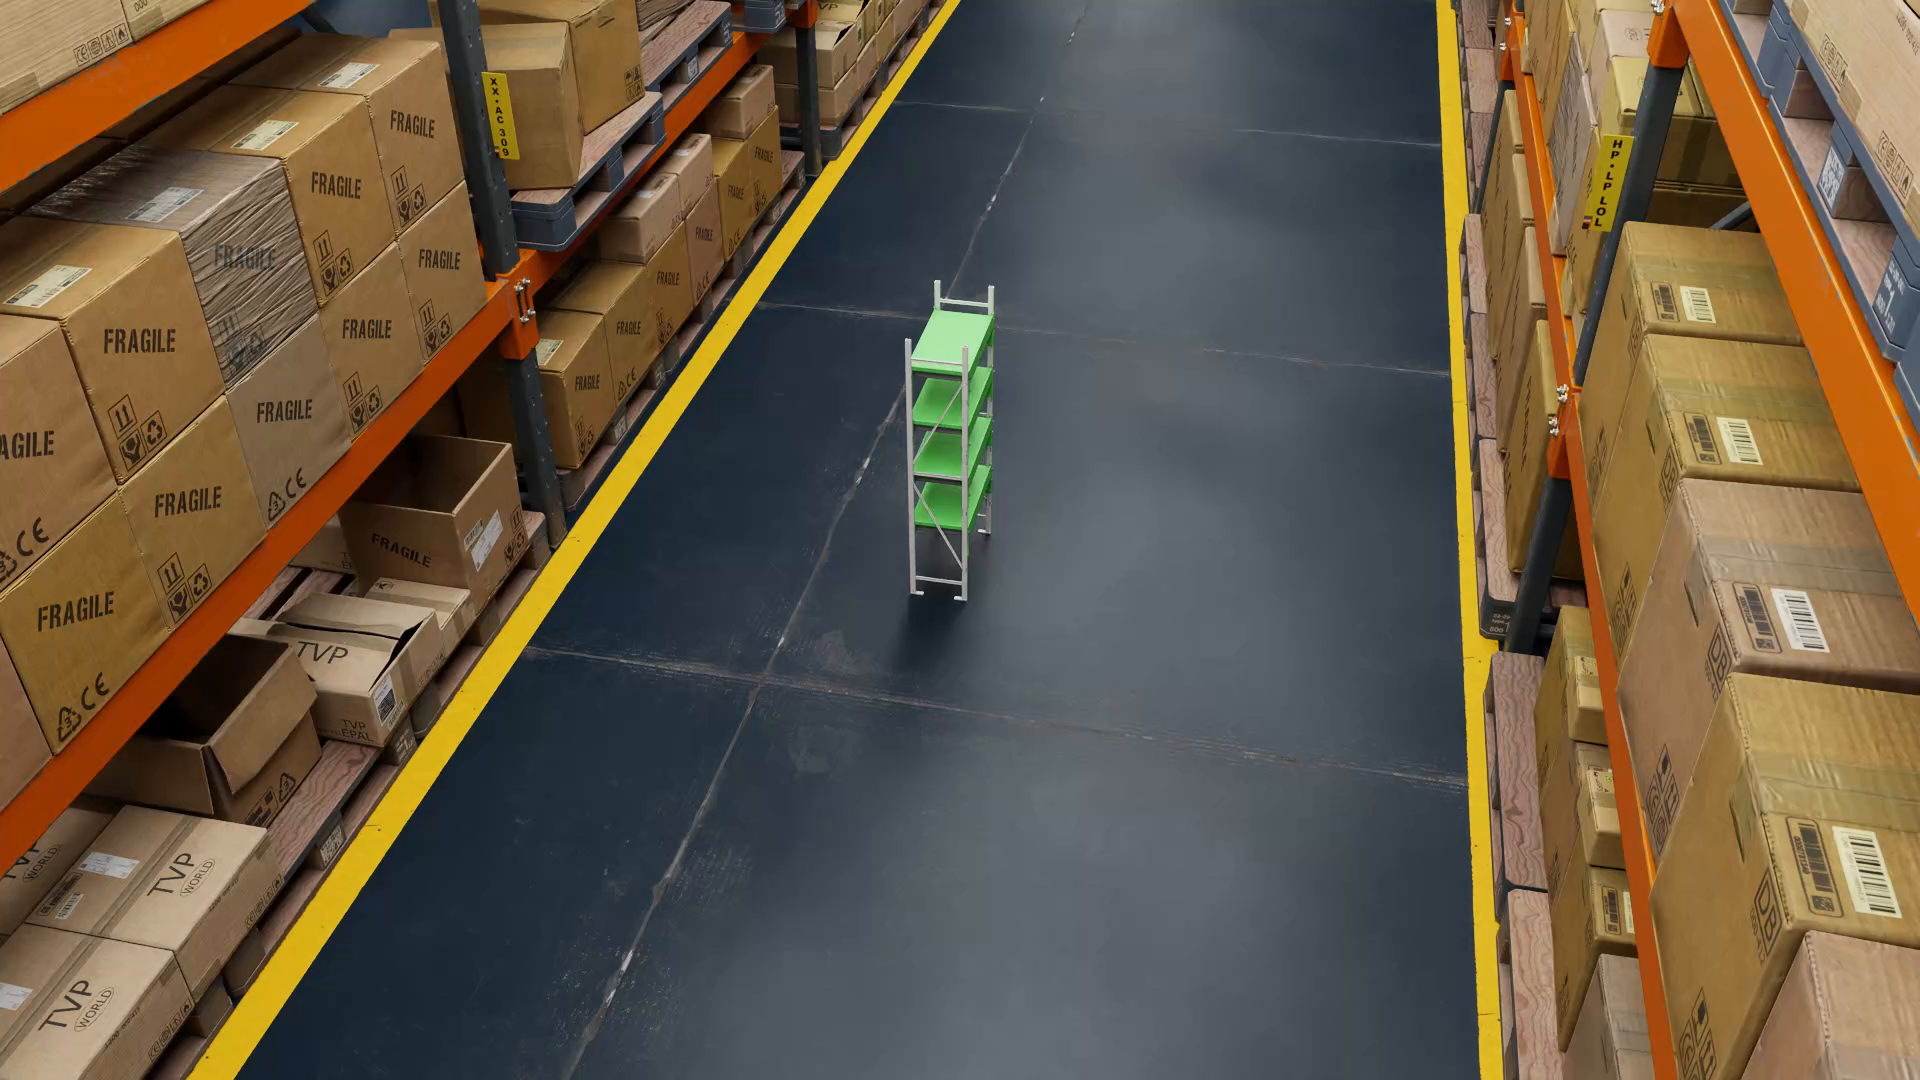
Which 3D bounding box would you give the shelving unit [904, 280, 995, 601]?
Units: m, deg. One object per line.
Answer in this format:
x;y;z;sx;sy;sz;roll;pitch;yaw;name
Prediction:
-0.035;-0.391;6.767;0.258;1.200;0.503;7;37;10;shelving unit

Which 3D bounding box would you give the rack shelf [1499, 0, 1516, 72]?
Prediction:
3.903;-3.796;10.545;1.077;0.370;4.000;7;37;10;rack shelf

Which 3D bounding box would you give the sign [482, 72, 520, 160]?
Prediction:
-1.687;-1.553;6.100;0.100;0.325;0.005;7;37;10;sign

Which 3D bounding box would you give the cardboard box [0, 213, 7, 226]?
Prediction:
-2.924;-0.590;4.571;0.500;0.500;0.500;8;37;11;cardboard box

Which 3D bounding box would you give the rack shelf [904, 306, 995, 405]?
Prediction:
-0.035;-0.728;6.523;0.258;0.148;0.480;7;37;10;rack shelf

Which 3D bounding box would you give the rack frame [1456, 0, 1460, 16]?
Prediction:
4.330;-5.234;11.916;1.000;3.000;0.127;7;37;10;rack frame

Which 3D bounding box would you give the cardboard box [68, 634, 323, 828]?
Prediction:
-2.615;0.644;5.558;0.797;0.503;0.637;7;37;10;cardboard box

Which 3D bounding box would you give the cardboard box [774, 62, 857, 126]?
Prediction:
-0.966;-2.880;10.653;0.500;0.250;0.500;7;37;10;cardboard box

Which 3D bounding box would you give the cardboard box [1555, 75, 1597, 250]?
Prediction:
2.573;-1.407;6.279;0.500;0.500;0.500;8;37;10;cardboard box

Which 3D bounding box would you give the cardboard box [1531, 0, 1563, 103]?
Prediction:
2.894;-2.280;7.484;0.500;0.500;0.500;7;37;10;cardboard box

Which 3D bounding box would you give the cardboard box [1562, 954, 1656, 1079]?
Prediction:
2.032;1.498;4.399;0.700;0.500;0.500;6;36;8;cardboard box

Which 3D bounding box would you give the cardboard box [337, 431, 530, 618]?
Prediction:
-2.064;-0.070;6.546;0.500;0.500;0.500;7;37;10;cardboard box

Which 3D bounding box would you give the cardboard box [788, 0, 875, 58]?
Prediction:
-0.862;-3.409;10.905;0.500;0.311;0.500;6;36;9;cardboard box

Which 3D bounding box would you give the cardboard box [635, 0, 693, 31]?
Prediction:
-1.771;-2.895;8.245;0.700;0.500;0.500;14;38;19;cardboard box

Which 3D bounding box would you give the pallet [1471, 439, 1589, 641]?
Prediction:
2.712;0.030;7.029;1.003;0.211;1.213;7;37;10;pallet

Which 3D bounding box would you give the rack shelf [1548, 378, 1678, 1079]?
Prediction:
2.194;0.790;4.217;1.077;0.370;4.000;7;37;10;rack shelf

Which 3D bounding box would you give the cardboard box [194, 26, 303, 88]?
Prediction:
-2.595;-1.477;5.795;0.500;0.500;0.500;8;37;11;cardboard box

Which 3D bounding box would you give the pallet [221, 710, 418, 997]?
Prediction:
-2.625;0.958;5.749;1.003;0.211;1.213;7;37;10;pallet

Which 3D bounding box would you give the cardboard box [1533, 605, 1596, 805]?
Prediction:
2.361;0.610;5.624;0.700;0.500;0.500;8;37;11;cardboard box

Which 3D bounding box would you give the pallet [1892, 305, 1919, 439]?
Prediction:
1.915;0.040;2.158;1.003;0.211;1.213;7;37;10;pallet

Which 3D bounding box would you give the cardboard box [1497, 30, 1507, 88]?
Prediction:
3.880;-3.095;10.720;0.700;0.500;0.500;7;37;10;cardboard box

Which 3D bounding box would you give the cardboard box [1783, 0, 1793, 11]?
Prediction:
2.093;-1.359;3.697;0.500;0.250;0.500;7;36;9;cardboard box

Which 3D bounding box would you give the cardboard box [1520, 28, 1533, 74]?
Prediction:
2.977;-2.402;8.206;0.380;0.149;0.250;8;37;11;cardboard box

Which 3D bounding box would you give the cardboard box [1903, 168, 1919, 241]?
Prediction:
1.774;-0.471;2.472;0.500;0.250;0.500;6;36;8;cardboard box

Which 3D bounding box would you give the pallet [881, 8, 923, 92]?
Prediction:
-0.888;-3.595;12.030;1.003;0.211;1.213;7;37;10;pallet

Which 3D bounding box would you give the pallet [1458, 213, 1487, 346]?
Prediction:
3.233;-1.369;8.959;1.003;0.211;1.213;7;37;10;pallet

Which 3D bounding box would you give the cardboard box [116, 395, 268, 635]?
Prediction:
-2.398;-0.105;4.754;0.500;0.500;0.500;8;37;11;cardboard box

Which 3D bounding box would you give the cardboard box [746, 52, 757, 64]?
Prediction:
-1.493;-3.175;10.582;0.500;0.311;0.500;8;37;11;cardboard box

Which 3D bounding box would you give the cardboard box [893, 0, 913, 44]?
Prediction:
-0.644;-3.761;11.868;0.500;0.250;0.500;8;37;11;cardboard box

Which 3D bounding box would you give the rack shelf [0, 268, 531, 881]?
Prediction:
-2.646;0.171;5.071;1.077;0.370;4.000;7;37;10;rack shelf

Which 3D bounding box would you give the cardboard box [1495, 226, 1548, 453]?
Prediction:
2.820;-0.846;7.336;0.750;0.750;0.750;8;37;11;cardboard box

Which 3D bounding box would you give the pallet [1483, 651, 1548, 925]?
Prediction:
2.382;0.907;5.818;1.003;0.211;1.213;7;37;10;pallet

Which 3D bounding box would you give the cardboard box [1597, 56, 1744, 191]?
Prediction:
2.471;-1.420;5.659;0.500;0.250;0.500;8;37;11;cardboard box

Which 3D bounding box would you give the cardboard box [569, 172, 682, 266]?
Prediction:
-1.664;-1.556;7.957;0.500;0.250;0.500;7;37;10;cardboard box

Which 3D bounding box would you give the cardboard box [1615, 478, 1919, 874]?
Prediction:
2.182;0.376;3.920;0.980;0.700;0.700;6;36;8;cardboard box

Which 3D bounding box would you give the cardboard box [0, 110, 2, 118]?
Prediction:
-2.491;-0.962;3.593;0.500;0.250;0.500;7;37;10;cardboard box

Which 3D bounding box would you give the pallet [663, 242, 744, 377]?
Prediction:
-1.824;-1.310;8.878;1.003;0.211;1.213;7;37;10;pallet

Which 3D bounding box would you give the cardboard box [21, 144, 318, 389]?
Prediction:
-2.289;-0.807;4.870;0.500;0.500;0.500;8;37;10;cardboard box

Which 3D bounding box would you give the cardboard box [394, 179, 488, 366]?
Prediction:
-2.075;-0.988;5.972;0.500;0.500;0.500;8;37;11;cardboard box

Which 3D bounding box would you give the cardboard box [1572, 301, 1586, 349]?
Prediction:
2.417;-0.783;5.972;0.380;0.149;0.250;8;37;10;cardboard box

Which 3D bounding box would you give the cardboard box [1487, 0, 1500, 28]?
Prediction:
4.189;-3.976;11.935;0.700;0.500;0.500;9;37;12;cardboard box

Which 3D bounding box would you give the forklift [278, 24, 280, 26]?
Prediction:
-4.150;-2.723;8.509;1.130;2.935;3.031;6;36;8;forklift

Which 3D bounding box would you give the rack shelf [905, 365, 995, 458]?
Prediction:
-0.035;-0.534;6.664;0.258;0.148;0.480;7;37;10;rack shelf

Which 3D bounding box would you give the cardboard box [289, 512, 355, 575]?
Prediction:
-2.520;-0.142;6.807;0.500;0.311;0.500;7;37;10;cardboard box

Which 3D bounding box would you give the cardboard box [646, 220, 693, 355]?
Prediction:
-1.661;-1.272;8.204;0.500;0.500;0.500;8;37;11;cardboard box

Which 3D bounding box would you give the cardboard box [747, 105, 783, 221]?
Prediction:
-1.335;-2.160;9.430;0.500;0.500;0.500;9;37;12;cardboard box

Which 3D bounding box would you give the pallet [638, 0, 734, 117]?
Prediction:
-1.776;-2.367;8.123;1.003;0.211;1.213;7;37;10;pallet
